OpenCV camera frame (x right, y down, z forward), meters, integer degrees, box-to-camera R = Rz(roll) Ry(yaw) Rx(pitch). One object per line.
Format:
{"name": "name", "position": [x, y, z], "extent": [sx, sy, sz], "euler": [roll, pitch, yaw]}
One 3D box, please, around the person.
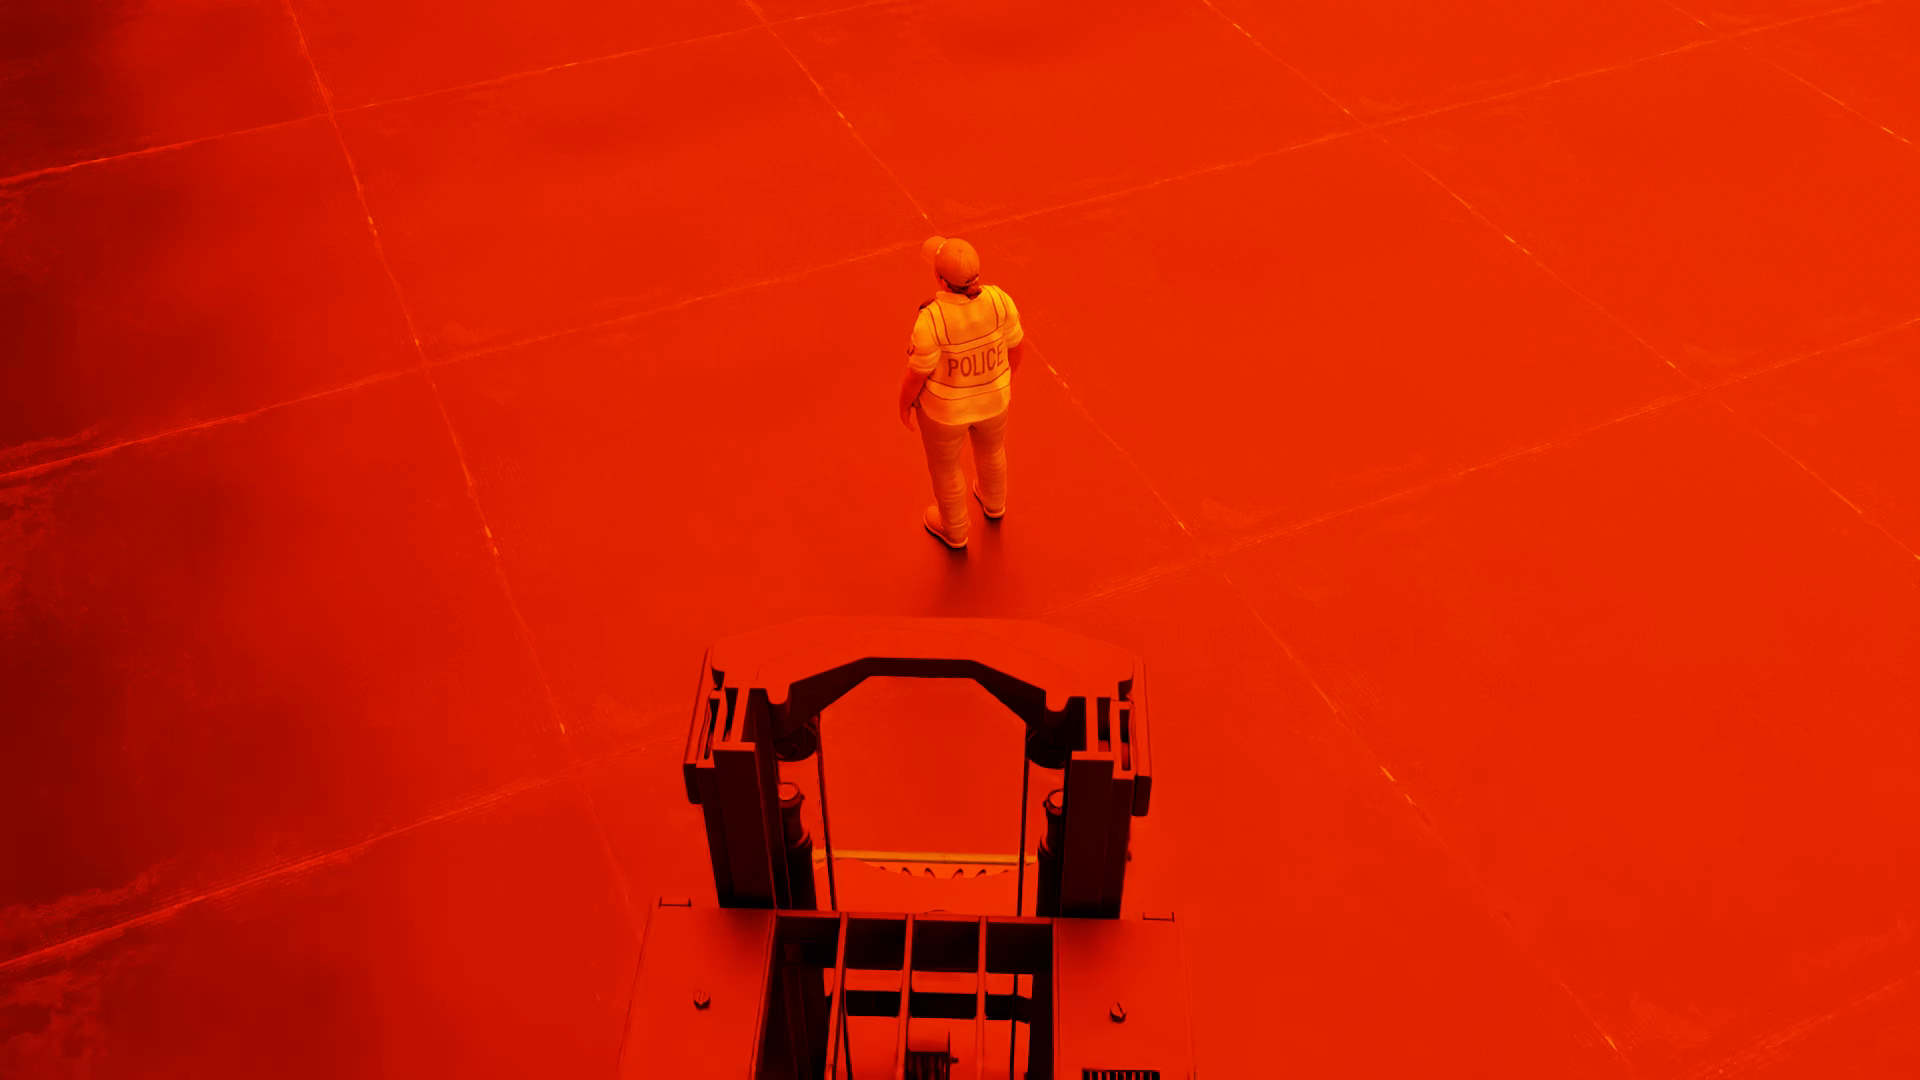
{"name": "person", "position": [-0.012, -0.669, 7.312], "extent": [0.599, 1.670, 0.529], "euler": [-18, 46, -18]}

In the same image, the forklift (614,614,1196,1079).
{"name": "forklift", "position": [-0.100, 1.700, 3.859], "extent": [1.130, 2.935, 3.031], "euler": [1, 43, 1]}
